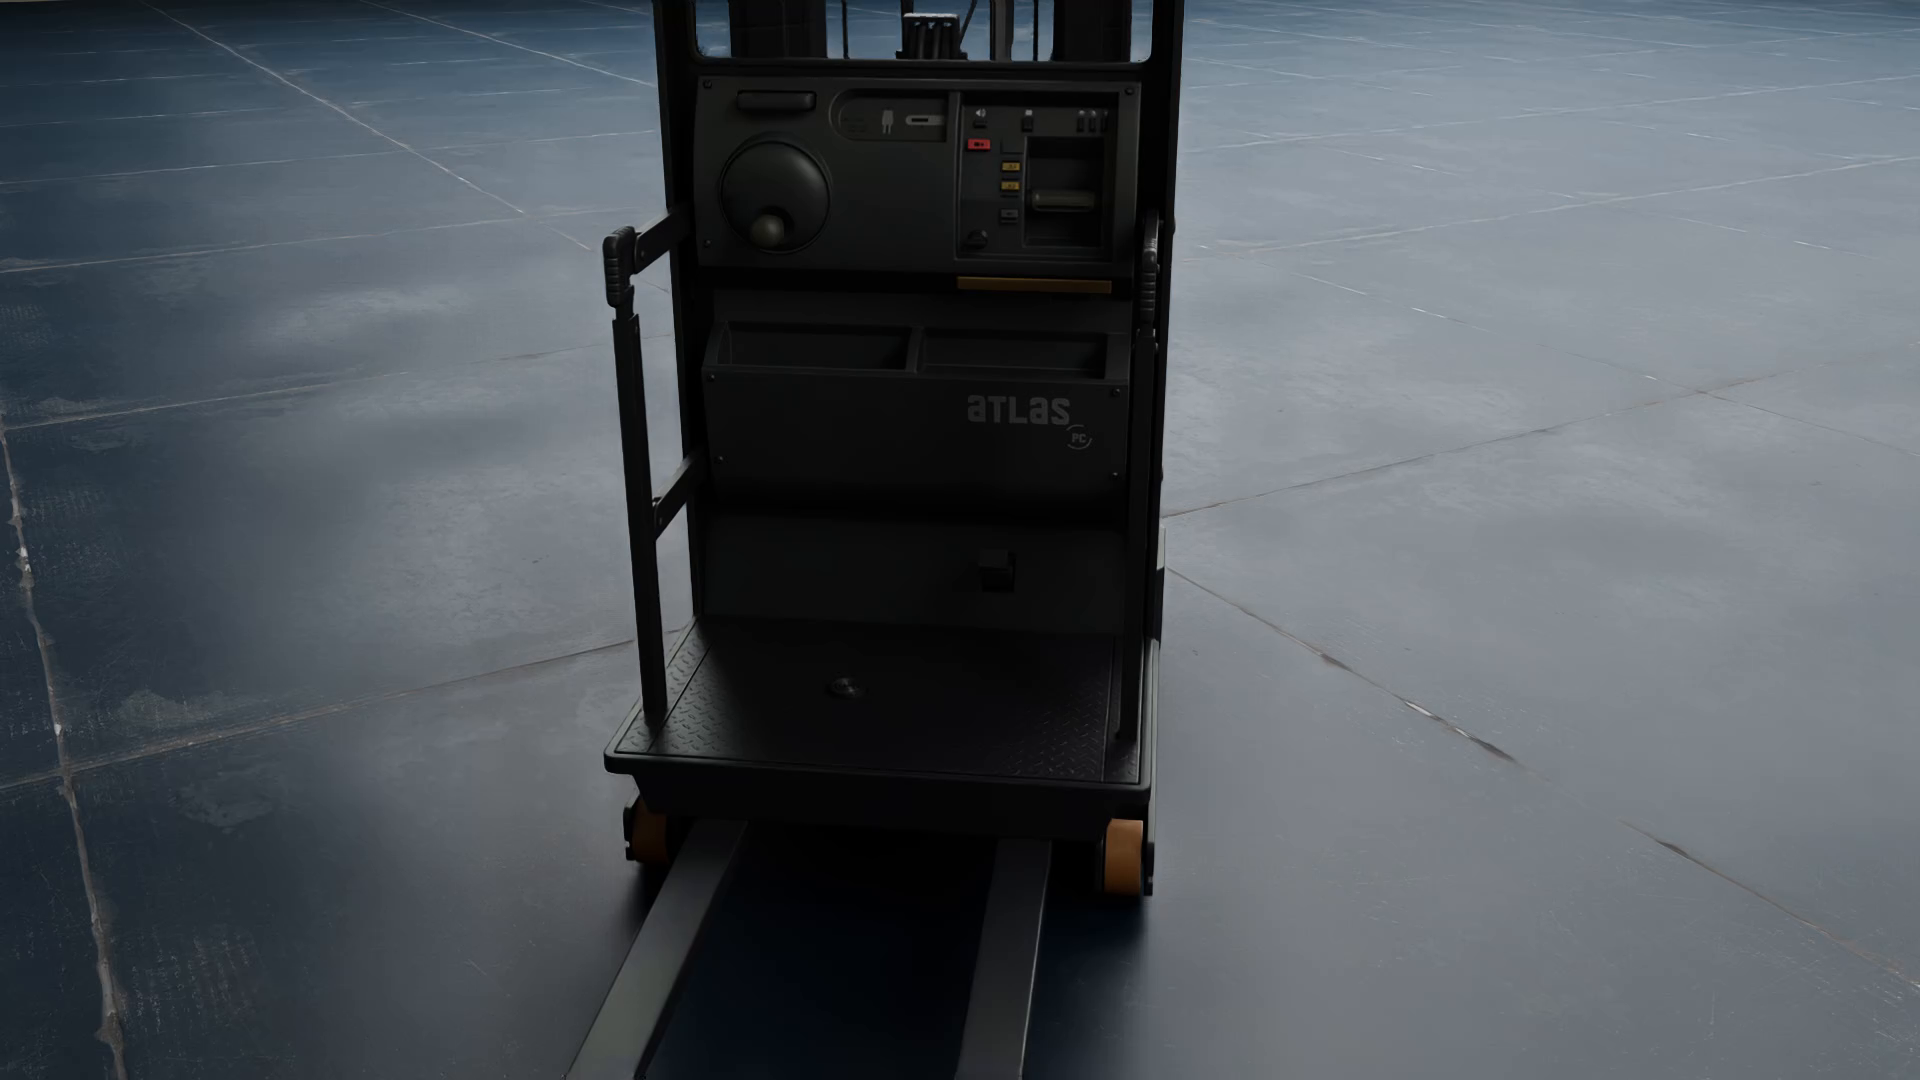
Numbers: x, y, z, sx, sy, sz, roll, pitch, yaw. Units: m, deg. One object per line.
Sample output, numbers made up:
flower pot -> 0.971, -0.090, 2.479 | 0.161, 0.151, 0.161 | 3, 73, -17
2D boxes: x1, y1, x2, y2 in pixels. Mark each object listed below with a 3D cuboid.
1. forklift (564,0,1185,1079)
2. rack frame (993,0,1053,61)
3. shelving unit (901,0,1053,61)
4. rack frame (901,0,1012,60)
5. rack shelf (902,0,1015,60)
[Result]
forklift -> -0.118, -0.750, 3.263 | 1.130, 2.935, 3.031 | 3, 22, 6
rack frame -> 0.263, -0.986, 4.949 | 0.400, 2.100, 0.015 | -14, 26, -31
shelving unit -> 0.128, -1.063, 5.138 | 0.431, 2.100, 0.503 | -14, 26, -31
rack frame -> -0.007, -1.139, 5.326 | 0.400, 2.100, 0.015 | -14, 26, -31
rack shelf -> 0.128, -1.699, 4.879 | 0.431, 0.518, 0.480 | -14, 26, -31
